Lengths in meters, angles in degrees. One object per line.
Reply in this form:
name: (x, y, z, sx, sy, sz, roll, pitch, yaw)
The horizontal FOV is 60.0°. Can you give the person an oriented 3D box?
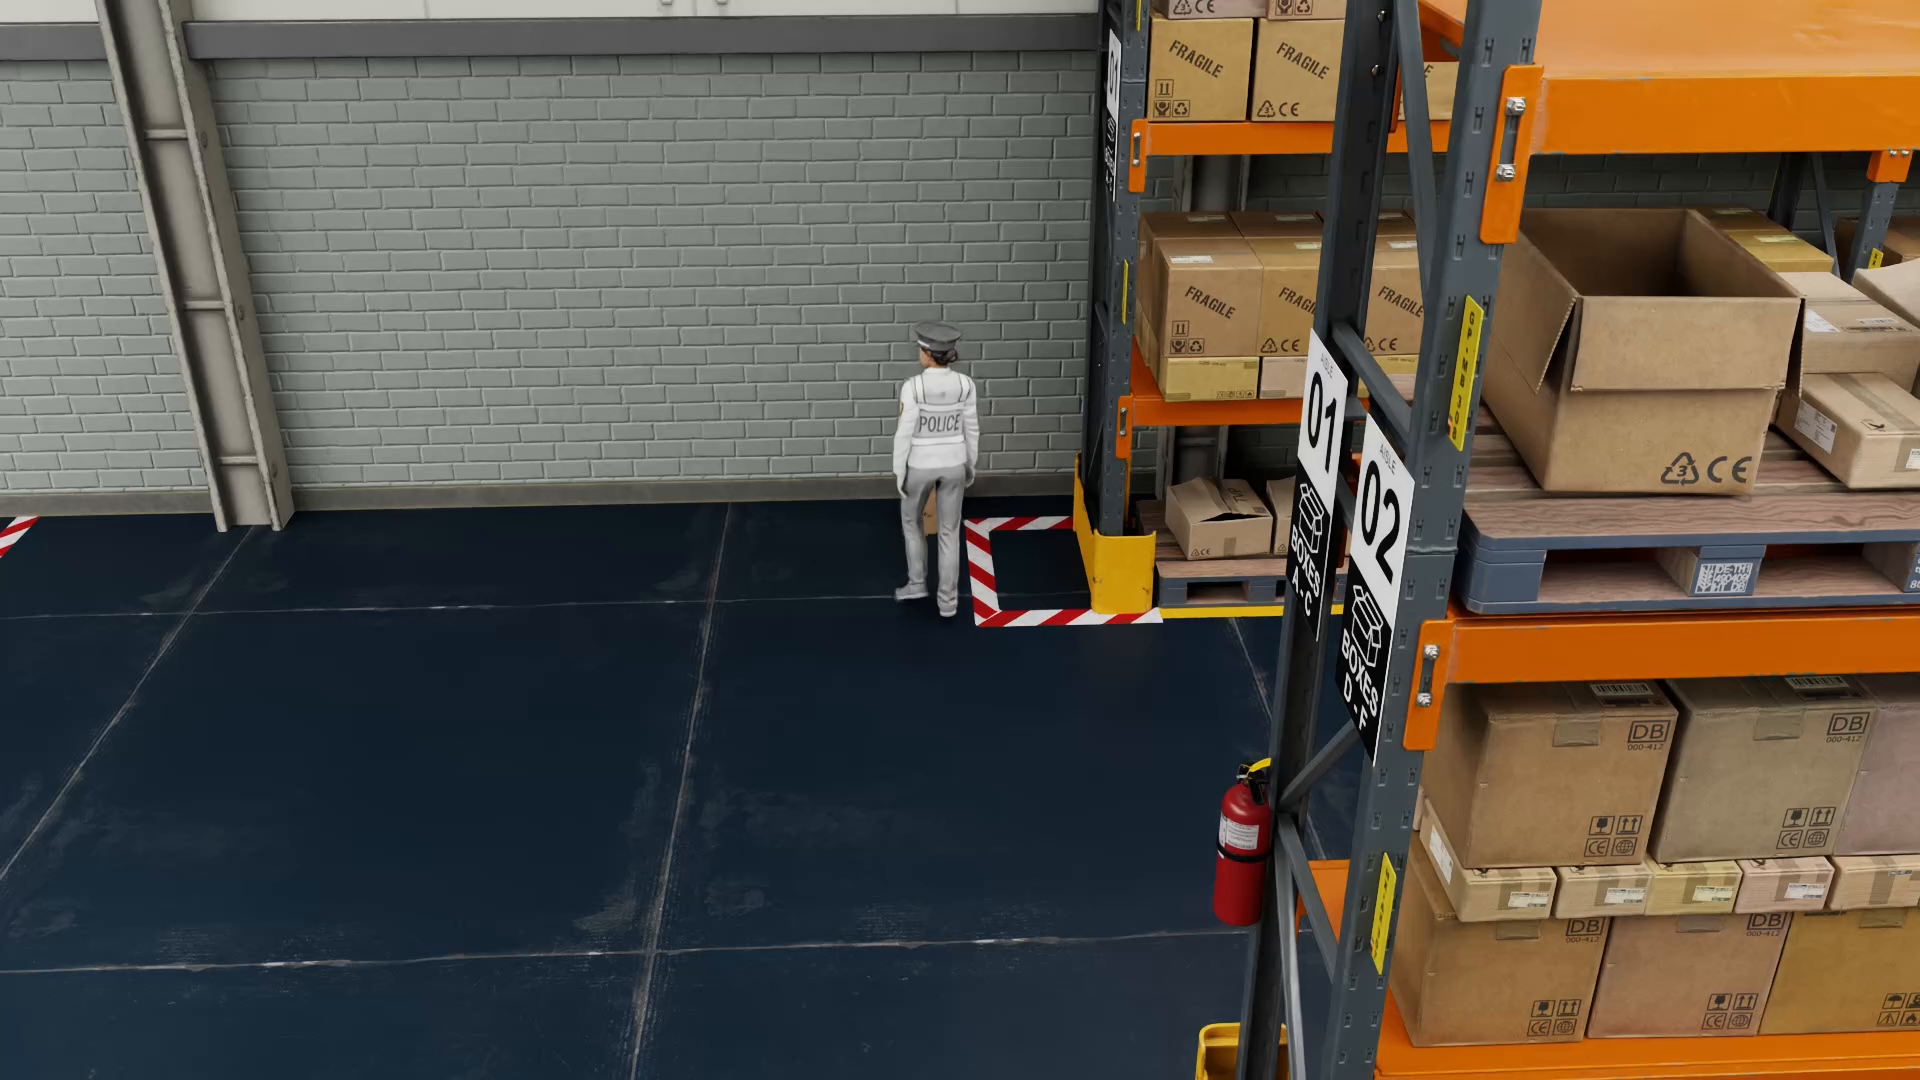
person: (-0.122, -0.347, 9.304, 0.509, 1.713, 0.504, -6, 28, -12)
